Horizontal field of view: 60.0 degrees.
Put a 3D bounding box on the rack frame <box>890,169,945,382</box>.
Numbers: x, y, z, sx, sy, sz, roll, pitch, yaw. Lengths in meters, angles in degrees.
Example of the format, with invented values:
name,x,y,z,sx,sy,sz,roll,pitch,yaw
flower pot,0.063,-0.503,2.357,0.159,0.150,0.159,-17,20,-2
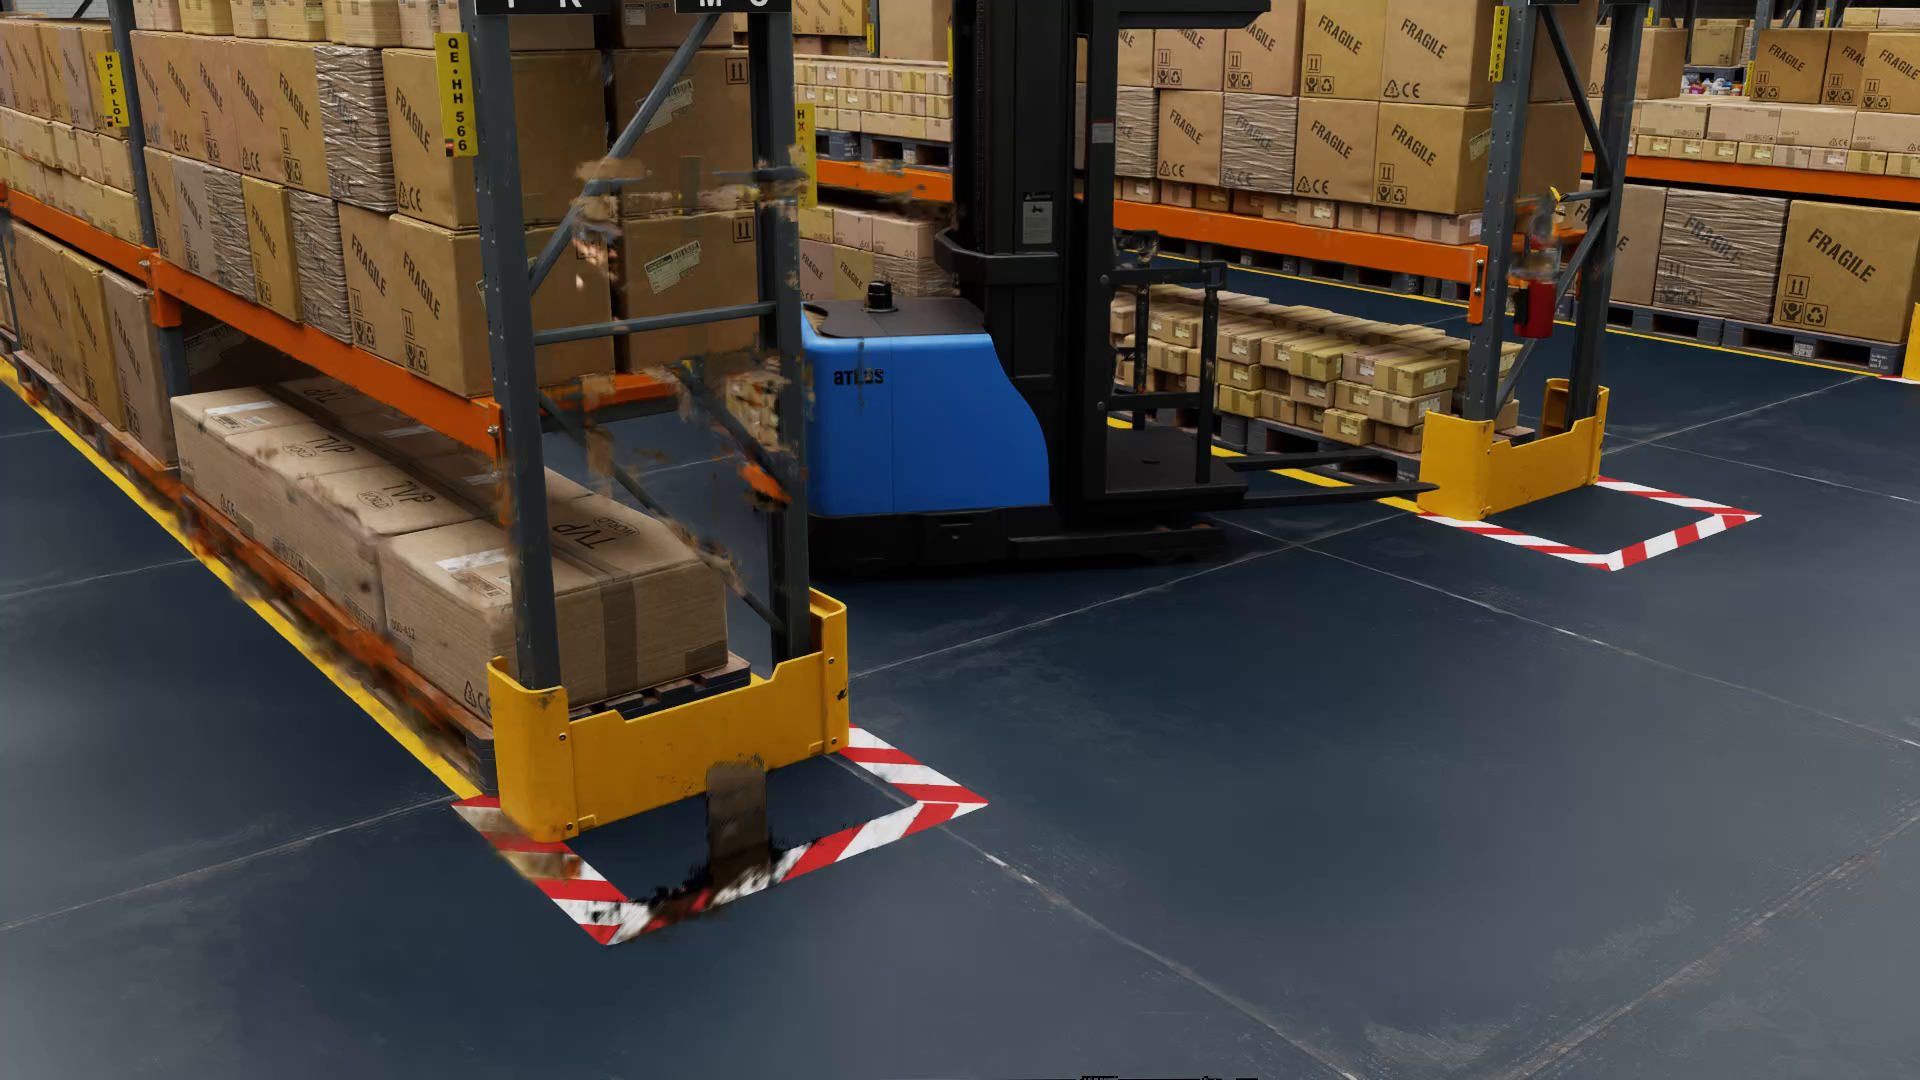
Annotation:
name,x,y,z,sx,sy,sz,roll,pitch,yaw
rack frame,-0.617,-5.544,19.833,1.000,3.000,0.127,-14,23,-36

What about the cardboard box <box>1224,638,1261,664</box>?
name,x,y,z,sx,sy,sz,roll,pitch,yaw
cardboard box,1.550,-1.946,9.369,0.380,0.149,0.250,-13,23,-35

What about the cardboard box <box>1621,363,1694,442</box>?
name,x,y,z,sx,sy,sz,roll,pitch,yaw
cardboard box,5.073,-3.580,12.476,0.500,0.500,0.500,-15,23,-38

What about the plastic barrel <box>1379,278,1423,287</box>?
name,x,y,z,sx,sy,sz,roll,pitch,yaw
plastic barrel,5.223,-5.645,19.921,0.600,0.536,0.708,-14,23,-36

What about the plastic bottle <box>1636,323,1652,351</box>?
name,x,y,z,sx,sy,sz,roll,pitch,yaw
plastic bottle,7.194,-4.729,17.568,0.152,0.276,0.135,-14,23,-36

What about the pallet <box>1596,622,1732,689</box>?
name,x,y,z,sx,sy,sz,roll,pitch,yaw
pallet,5.522,-1.745,12.798,1.003,0.211,1.213,-14,23,-36

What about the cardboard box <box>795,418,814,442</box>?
name,x,y,z,sx,sy,sz,roll,pitch,yaw
cardboard box,-1.293,-3.423,12.686,0.380,0.149,0.250,-14,23,-36

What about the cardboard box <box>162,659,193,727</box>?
name,x,y,z,sx,sy,sz,roll,pitch,yaw
cardboard box,-4.210,-1.754,8.627,0.500,0.250,0.500,-14,23,-37

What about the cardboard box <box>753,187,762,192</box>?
name,x,y,z,sx,sy,sz,roll,pitch,yaw
cardboard box,-2.973,-7.004,22.020,0.500,0.500,0.500,-14,23,-36

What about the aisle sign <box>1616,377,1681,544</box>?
name,x,y,z,sx,sy,sz,roll,pitch,yaw
aisle sign,3.163,-2.918,7.769,0.394,0.787,0.004,-14,23,-36

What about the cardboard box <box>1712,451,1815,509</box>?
name,x,y,z,sx,sy,sz,roll,pitch,yaw
cardboard box,5.694,-2.975,11.840,0.500,0.250,0.500,-15,23,-38

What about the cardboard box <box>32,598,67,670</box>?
name,x,y,z,sx,sy,sz,roll,pitch,yaw
cardboard box,-6.710,-1.897,12.333,0.950,0.372,0.625,-15,23,-37

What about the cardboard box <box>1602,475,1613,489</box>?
name,x,y,z,sx,sy,sz,roll,pitch,yaw
cardboard box,4.923,-3.059,12.727,0.380,0.149,0.250,-14,23,-37

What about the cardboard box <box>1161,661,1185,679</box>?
name,x,y,z,sx,sy,sz,roll,pitch,yaw
cardboard box,1.174,-1.606,10.861,0.380,0.149,0.250,-14,23,-37

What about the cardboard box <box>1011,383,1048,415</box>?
name,x,y,z,sx,sy,sz,roll,pitch,yaw
cardboard box,0.723,-4.014,18.490,0.700,0.500,0.500,-12,22,-32

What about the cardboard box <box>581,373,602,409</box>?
name,x,y,z,sx,sy,sz,roll,pitch,yaw
cardboard box,-3.515,-4.093,15.292,0.500,0.500,0.500,-14,23,-35

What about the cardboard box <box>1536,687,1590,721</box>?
name,x,y,z,sx,sy,sz,roll,pitch,yaw
cardboard box,2.938,-1.668,8.529,0.380,0.149,0.250,-14,23,-37

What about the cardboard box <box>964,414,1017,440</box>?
name,x,y,z,sx,sy,sz,roll,pitch,yaw
cardboard box,0.027,-3.372,12.059,0.380,0.149,0.250,-14,23,-37

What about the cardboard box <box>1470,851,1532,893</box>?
name,x,y,z,sx,sy,sz,roll,pitch,yaw
cardboard box,2.808,-0.681,9.015,0.380,0.149,0.250,-13,23,-35

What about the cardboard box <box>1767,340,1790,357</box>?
name,x,y,z,sx,sy,sz,roll,pitch,yaw
cardboard box,10.658,-4.965,21.361,0.500,0.500,0.500,-15,23,-38

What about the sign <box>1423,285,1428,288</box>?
name,x,y,z,sx,sy,sz,roll,pitch,yaw
sign,5.322,-5.493,19.421,0.100,0.325,0.005,-14,23,-36

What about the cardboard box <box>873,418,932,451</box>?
name,x,y,z,sx,sy,sz,roll,pitch,yaw
cardboard box,-0.643,-3.309,11.868,0.380,0.149,0.250,-15,23,-38

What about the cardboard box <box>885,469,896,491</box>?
name,x,y,z,sx,sy,sz,roll,pitch,yaw
cardboard box,-0.651,-3.024,11.954,0.380,0.149,0.250,-15,24,-38

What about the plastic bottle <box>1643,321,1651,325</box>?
name,x,y,z,sx,sy,sz,roll,pitch,yaw
plastic bottle,7.438,-4.890,18.174,0.097,0.201,0.097,0,18,0

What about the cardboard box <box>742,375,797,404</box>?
name,x,y,z,sx,sy,sz,roll,pitch,yaw
cardboard box,-1.781,-3.760,13.231,0.380,0.149,0.250,-15,23,-38

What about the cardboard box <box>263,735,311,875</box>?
name,x,y,z,sx,sy,sz,roll,pitch,yaw
cardboard box,-3.023,-1.394,7.142,0.500,0.500,0.500,-14,23,-36

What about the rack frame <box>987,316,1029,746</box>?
name,x,y,z,sx,sy,sz,roll,pitch,yaw
rack frame,0.399,-2.629,11.031,1.000,3.000,0.127,-14,23,-36

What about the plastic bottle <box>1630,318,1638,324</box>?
name,x,y,z,sx,sy,sz,roll,pitch,yaw
plastic bottle,7.414,-5.010,18.425,0.097,0.271,0.097,0,18,0

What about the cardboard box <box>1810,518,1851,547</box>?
name,x,y,z,sx,sy,sz,roll,pitch,yaw
cardboard box,6.036,-2.617,11.394,0.380,0.149,0.250,-14,23,-36

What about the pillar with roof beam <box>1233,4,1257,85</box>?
name,x,y,z,sx,sy,sz,roll,pitch,yaw
pillar with roof beam,2.560,-12.912,32.542,9.100,9.000,0.400,-14,23,-36

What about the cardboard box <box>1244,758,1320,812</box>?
name,x,y,z,sx,sy,sz,roll,pitch,yaw
cardboard box,1.662,-1.097,9.324,0.380,0.149,0.250,-13,22,-34

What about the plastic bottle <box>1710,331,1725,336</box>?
name,x,y,z,sx,sy,sz,roll,pitch,yaw
plastic bottle,8.016,-4.759,17.660,0.152,0.276,0.135,-14,23,-36

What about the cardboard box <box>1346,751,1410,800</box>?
name,x,y,z,sx,sy,sz,roll,pitch,yaw
cardboard box,2.283,-1.144,9.467,0.380,0.149,0.250,-15,24,-39

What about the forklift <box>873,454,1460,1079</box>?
name,x,y,z,sx,sy,sz,roll,pitch,yaw
forklift,0.735,-1.442,7.555,3.031,2.935,1.130,-4,19,-11

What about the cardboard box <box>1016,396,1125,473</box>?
name,x,y,z,sx,sy,sz,roll,pitch,yaw
cardboard box,0.488,-3.134,10.332,0.500,0.500,0.500,-13,23,-35

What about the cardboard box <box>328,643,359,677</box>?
name,x,y,z,sx,sy,sz,roll,pitch,yaw
cardboard box,-2.594,-2.035,6.455,0.380,0.149,0.250,-14,23,-36

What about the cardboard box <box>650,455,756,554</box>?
name,x,y,z,sx,sy,sz,roll,pitch,yaw
cardboard box,-2.392,-2.914,14.802,1.050,0.750,0.750,-14,23,-37

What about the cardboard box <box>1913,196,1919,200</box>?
name,x,y,z,sx,sy,sz,roll,pitch,yaw
cardboard box,14.242,-7.596,24.172,0.500,0.250,0.500,-14,23,-36

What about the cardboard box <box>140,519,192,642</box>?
name,x,y,z,sx,sy,sz,roll,pitch,yaw
cardboard box,-4.220,-2.348,8.431,0.500,0.500,0.500,-13,23,-35

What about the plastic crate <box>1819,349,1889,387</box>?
name,x,y,z,sx,sy,sz,roll,pitch,yaw
plastic crate,8.590,-4.329,15.967,0.402,0.464,0.583,-14,23,-36

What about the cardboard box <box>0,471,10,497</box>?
name,x,y,z,sx,sy,sz,roll,pitch,yaw
cardboard box,-7.037,-2.973,11.800,0.380,0.149,0.250,-13,23,-35

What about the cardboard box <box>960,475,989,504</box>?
name,x,y,z,sx,sy,sz,roll,pitch,yaw
cardboard box,-0.003,-2.910,11.138,0.380,0.149,0.250,-13,22,-34

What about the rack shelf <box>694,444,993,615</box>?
name,x,y,z,sx,sy,sz,roll,pitch,yaw
rack shelf,-0.843,-2.781,12.633,1.077,0.370,4.000,-14,23,-36

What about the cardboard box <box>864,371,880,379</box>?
name,x,y,z,sx,sy,sz,roll,pitch,yaw
cardboard box,-1.104,-3.819,13.410,0.380,0.149,0.250,-13,22,-34

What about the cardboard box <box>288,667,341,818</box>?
name,x,y,z,sx,sy,sz,roll,pitch,yaw
cardboard box,-2.695,-1.742,6.601,0.500,0.500,0.500,-13,23,-35

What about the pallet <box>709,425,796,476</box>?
name,x,y,z,sx,sy,sz,roll,pitch,yaw
pallet,-1.559,-3.369,13.571,1.213,0.211,1.003,-14,23,-36

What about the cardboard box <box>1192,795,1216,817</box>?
name,x,y,z,sx,sy,sz,roll,pitch,yaw
cardboard box,1.433,-0.961,9.861,0.380,0.149,0.250,-13,22,-35

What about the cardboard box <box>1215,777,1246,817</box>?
name,x,y,z,sx,sy,sz,roll,pitch,yaw
cardboard box,1.531,-1.025,9.580,0.380,0.149,0.250,-13,22,-33

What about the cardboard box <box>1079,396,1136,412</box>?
name,x,y,z,sx,sy,sz,roll,pitch,yaw
cardboard box,0.903,-3.230,10.621,0.500,0.500,0.500,-15,24,-38

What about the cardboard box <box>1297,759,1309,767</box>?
name,x,y,z,sx,sy,sz,roll,pitch,yaw
cardboard box,1.897,-1.122,9.872,0.380,0.149,0.250,-13,22,-33

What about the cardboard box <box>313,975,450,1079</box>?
name,x,y,z,sx,sy,sz,roll,pitch,yaw
cardboard box,-2.557,-0.225,7.179,0.875,0.438,0.875,-15,23,-38

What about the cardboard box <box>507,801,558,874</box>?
name,x,y,z,sx,sy,sz,roll,pitch,yaw
cardboard box,-1.491,-1.590,5.111,0.380,0.149,0.250,-13,23,-35

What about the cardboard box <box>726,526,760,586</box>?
name,x,y,z,sx,sy,sz,roll,pitch,yaw
cardboard box,-1.845,-2.404,13.658,0.500,0.500,0.500,-15,24,-38

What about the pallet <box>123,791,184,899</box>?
name,x,y,z,sx,sy,sz,roll,pitch,yaw
pallet,-4.719,-0.791,9.915,1.003,0.211,1.213,-14,23,-36

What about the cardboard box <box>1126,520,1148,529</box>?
name,x,y,z,sx,sy,sz,roll,pitch,yaw
cardboard box,1.106,-2.395,9.692,0.500,0.500,0.500,-15,23,-37

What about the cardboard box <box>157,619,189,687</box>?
name,x,y,z,sx,sy,sz,roll,pitch,yaw
cardboard box,-4.199,-1.987,8.536,0.500,0.250,0.500,-13,23,-35

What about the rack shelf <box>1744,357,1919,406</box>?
name,x,y,z,sx,sy,sz,roll,pitch,yaw
rack shelf,9.474,-3.705,15.424,1.077,0.370,4.000,-14,23,-36
